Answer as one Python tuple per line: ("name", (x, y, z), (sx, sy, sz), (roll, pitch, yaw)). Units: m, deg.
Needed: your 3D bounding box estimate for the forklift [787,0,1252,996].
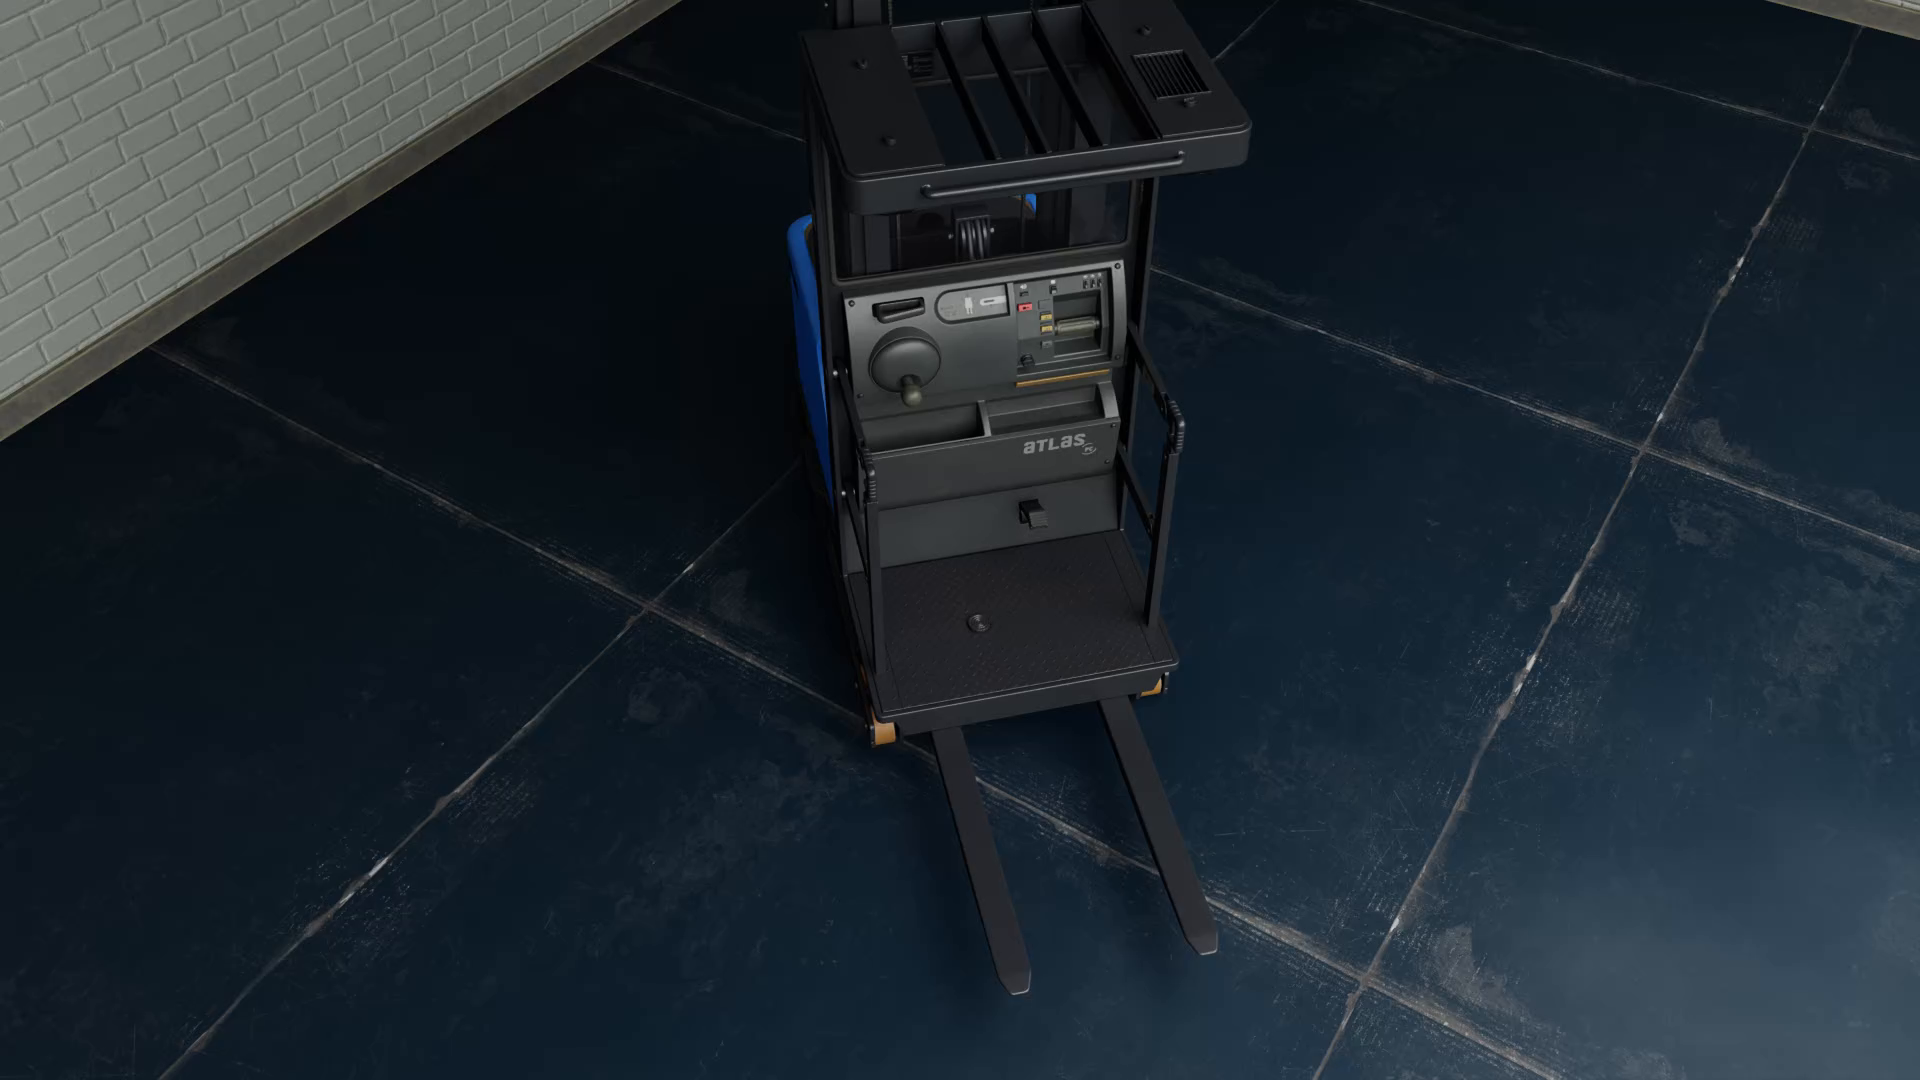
("forklift", (0.140, -0.585, 5.275), (1.130, 2.935, 3.031), (-9, 47, -9))
